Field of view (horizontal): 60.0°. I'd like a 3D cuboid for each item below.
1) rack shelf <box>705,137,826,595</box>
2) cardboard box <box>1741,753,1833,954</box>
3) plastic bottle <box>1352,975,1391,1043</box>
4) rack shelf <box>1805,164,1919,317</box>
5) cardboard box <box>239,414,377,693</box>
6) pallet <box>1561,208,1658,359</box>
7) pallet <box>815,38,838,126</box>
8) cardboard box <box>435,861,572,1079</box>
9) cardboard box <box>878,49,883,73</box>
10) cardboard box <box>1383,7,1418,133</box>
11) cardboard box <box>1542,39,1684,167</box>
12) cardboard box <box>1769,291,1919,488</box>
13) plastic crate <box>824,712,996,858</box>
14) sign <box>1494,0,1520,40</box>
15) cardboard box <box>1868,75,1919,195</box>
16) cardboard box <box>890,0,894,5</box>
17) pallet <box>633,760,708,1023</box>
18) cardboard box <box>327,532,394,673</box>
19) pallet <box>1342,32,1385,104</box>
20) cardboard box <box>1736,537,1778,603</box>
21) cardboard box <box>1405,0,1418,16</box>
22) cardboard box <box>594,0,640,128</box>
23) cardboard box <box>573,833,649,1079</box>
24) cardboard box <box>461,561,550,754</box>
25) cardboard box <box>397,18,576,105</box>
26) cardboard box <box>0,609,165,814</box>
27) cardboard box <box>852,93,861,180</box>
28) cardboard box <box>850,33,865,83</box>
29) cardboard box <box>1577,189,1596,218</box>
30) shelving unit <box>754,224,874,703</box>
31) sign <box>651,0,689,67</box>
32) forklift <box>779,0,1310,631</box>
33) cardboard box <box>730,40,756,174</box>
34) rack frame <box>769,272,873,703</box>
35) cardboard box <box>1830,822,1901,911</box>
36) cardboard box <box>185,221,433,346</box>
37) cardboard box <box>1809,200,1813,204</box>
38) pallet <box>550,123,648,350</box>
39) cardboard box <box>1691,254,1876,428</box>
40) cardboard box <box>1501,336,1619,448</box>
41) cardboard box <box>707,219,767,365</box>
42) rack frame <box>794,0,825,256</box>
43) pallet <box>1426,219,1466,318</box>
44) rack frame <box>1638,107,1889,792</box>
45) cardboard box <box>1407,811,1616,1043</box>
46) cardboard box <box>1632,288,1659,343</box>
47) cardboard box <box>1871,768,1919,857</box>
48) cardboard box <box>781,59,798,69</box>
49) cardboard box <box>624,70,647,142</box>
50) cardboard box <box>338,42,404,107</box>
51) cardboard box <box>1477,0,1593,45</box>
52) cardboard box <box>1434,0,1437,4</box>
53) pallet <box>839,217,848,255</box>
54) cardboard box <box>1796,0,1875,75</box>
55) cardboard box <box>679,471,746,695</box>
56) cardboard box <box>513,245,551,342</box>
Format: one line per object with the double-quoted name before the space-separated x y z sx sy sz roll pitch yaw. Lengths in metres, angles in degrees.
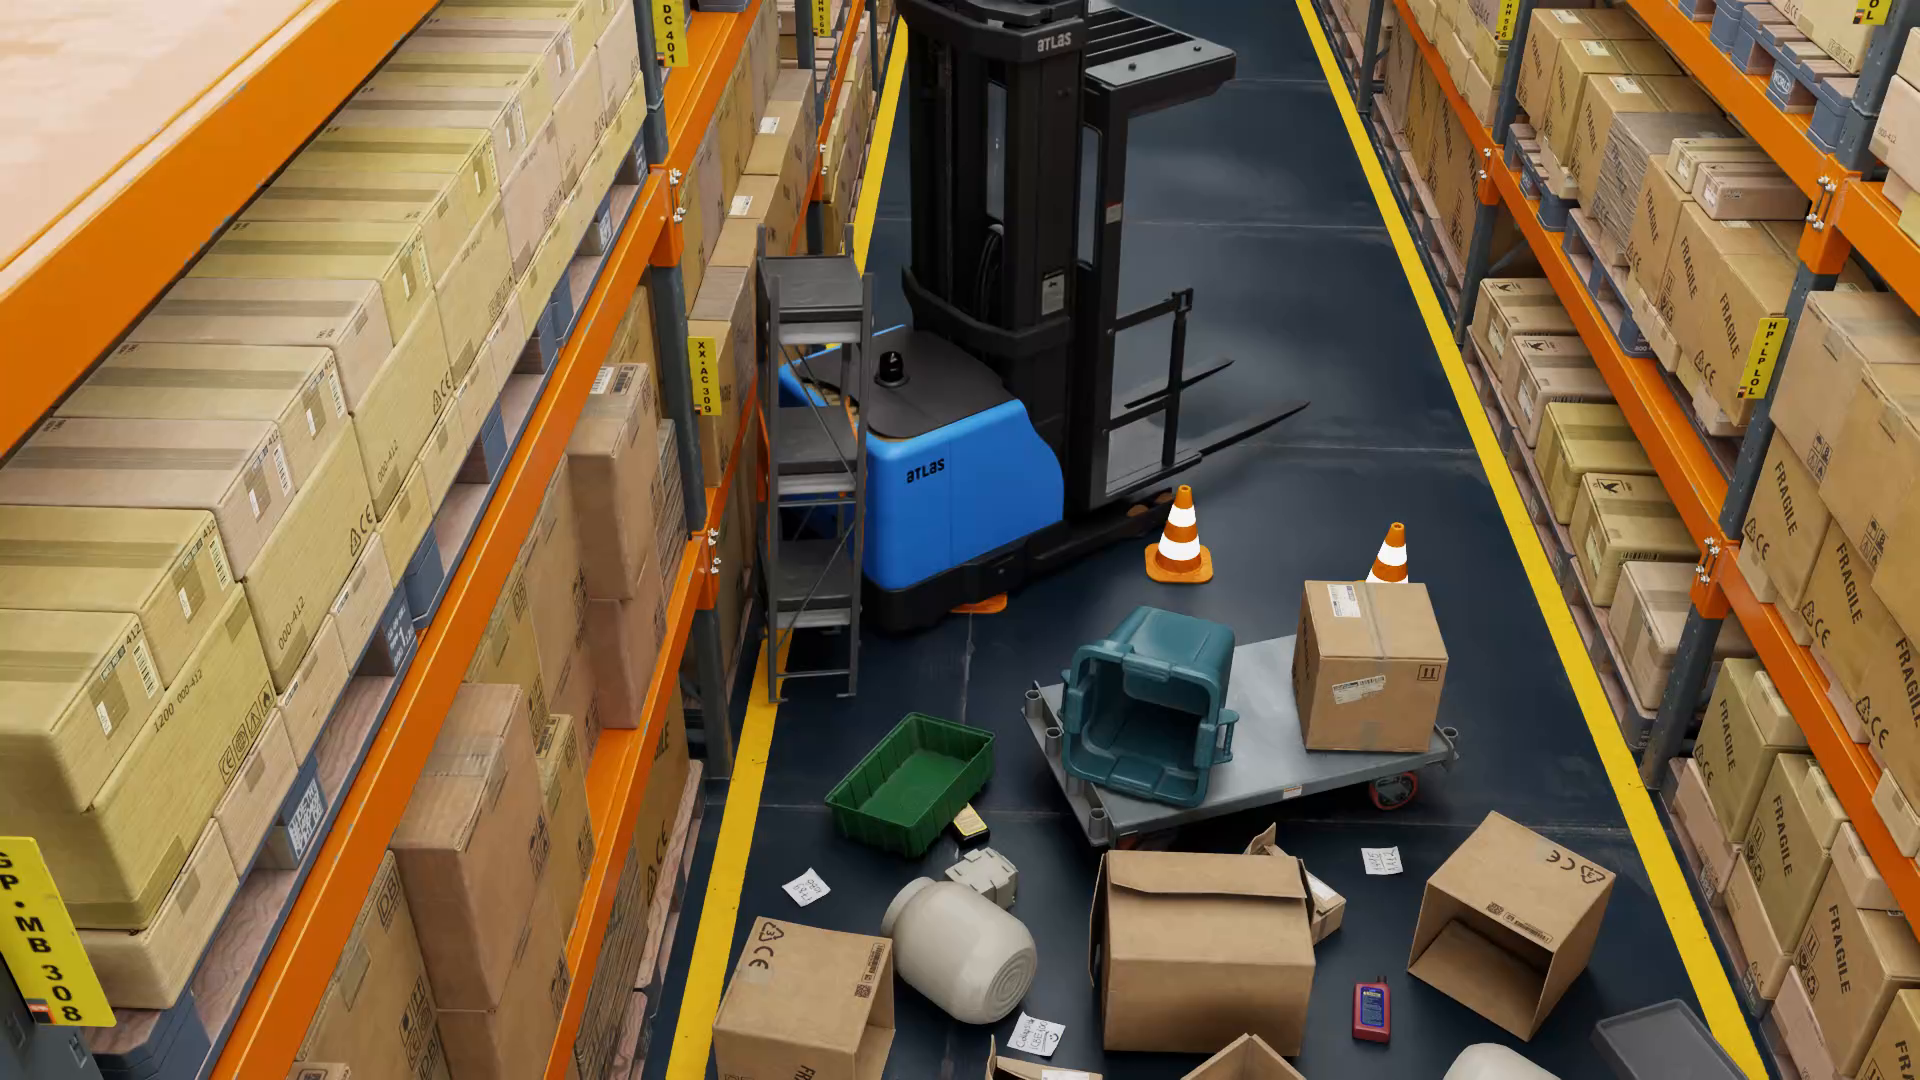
"rack shelf" -1.414 -1.081 8.251 1.077 0.370 4.000 1 35 2
"cardboard box" 3.153 1.117 5.872 0.500 0.500 0.500 3 35 4
"plastic bottle" 1.530 1.730 6.181 0.133 0.061 0.283 7 36 10
"rack shelf" 3.375 0.046 4.039 1.077 0.370 4.000 1 35 2
"cardboard box" -1.360 0.008 2.886 0.500 0.250 0.500 1 35 1
"pallet" 3.578 -1.252 8.035 1.003 0.211 1.213 1 35 2
"pallet" -1.411 -2.858 10.321 1.213 0.211 1.003 1 35 2
"cardboard box" -1.537 1.161 4.305 0.875 0.550 0.550 1 35 2
"cardboard box" -0.837 -4.030 13.936 0.380 0.149 0.250 0 35 0
"cardboard box" 3.832 -3.711 12.850 0.875 0.875 0.875 2 35 3
"cardboard box" 3.353 -2.250 8.578 0.500 0.500 0.500 3 35 4
"cardboard box" 3.221 -0.494 5.575 0.700 0.500 0.500 1 35 1
"plastic crate" -0.192 1.030 7.016 0.450 0.188 0.662 11 35 32
"sign" 3.062 -2.953 9.282 0.100 0.325 0.005 1 35 2
"cardboard box" 3.165 -1.212 5.074 0.500 0.250 0.500 1 35 1
"cardboard box" -0.806 -5.073 15.419 0.380 0.149 0.250 2 35 3
"pallet" -1.603 1.349 6.592 1.003 0.211 1.213 1 35 2
"cardboard box" -1.291 0.109 3.090 0.380 0.149 0.250 2 35 2
"pallet" 3.886 -4.061 14.290 1.003 0.211 1.213 1 35 2
"cardboard box" 3.123 0.106 6.155 0.380 0.149 0.250 1 35 2
"cardboard box" 3.440 -3.867 11.720 0.500 0.250 0.500 1 35 2
"cardboard box" -1.258 -1.438 4.944 0.500 0.250 0.500 1 35 1
"cardboard box" -1.622 1.349 5.651 0.875 0.875 0.875 2 35 2
"cardboard box" -1.622 0.412 4.432 0.875 0.550 0.500 1 35 2
"cardboard box" -1.222 -1.240 4.315 0.380 0.149 0.250 2 35 3
"cardboard box" -1.324 0.224 2.233 0.380 0.149 0.250 2 35 2
"cardboard box" -0.997 -2.952 12.096 0.500 0.500 0.500 1 35 1
"cardboard box" -0.984 -3.550 12.295 0.500 0.250 0.500 3 35 4
"cardboard box" 3.352 -1.740 8.415 0.380 0.149 0.250 3 35 5
"shelving unit" -0.656 -0.286 7.241 0.431 2.100 0.503 -3 34 -12
"sign" -0.940 -1.686 5.359 0.100 0.325 0.005 1 35 2
"forklift" 0.573 -1.438 8.193 3.031 2.935 1.130 -23 41 -29
"cardboard box" -1.399 -2.132 8.164 0.700 0.500 0.500 1 35 1
"rack frame" -0.606 -0.154 7.041 0.400 2.100 0.015 -3 34 -12
"cardboard box" 3.071 1.064 5.383 0.380 0.149 0.250 3 35 5
"cardboard box" -1.271 -0.507 3.272 0.380 0.149 0.250 1 35 1
"cardboard box" 3.814 -1.339 7.282 0.500 0.500 0.500 1 35 2
"pallet" -1.538 -0.948 4.904 1.003 0.211 1.213 1 35 2
"cardboard box" 3.245 -0.776 6.480 0.500 0.500 0.500 1 35 1
"cardboard box" 3.562 -0.817 9.169 0.950 0.372 0.625 1 35 1
"cardboard box" -1.162 -1.141 7.623 0.500 0.500 0.500 1 35 2
"rack frame" -1.334 -2.525 9.680 1.000 3.000 0.127 1 35 2
"pallet" 3.723 -1.779 11.043 1.003 0.211 1.213 1 35 2
"rack frame" 3.456 -0.170 6.329 1.000 3.000 0.127 1 35 2
"cardboard box" 2.053 1.435 6.216 0.500 0.500 0.500 28 44 33
"cardboard box" 3.210 -0.988 7.346 0.380 0.149 0.250 2 35 2
"cardboard box" 3.062 0.841 5.109 0.380 0.149 0.250 1 35 2
"cardboard box" -1.114 -2.846 9.990 0.380 0.149 0.250 1 35 1
"cardboard box" -1.189 -1.347 5.161 0.380 0.149 0.250 1 35 2
"cardboard box" -1.812 -1.163 4.552 0.500 0.250 0.500 1 35 2
"cardboard box" 3.376 -3.222 9.714 0.500 0.500 0.500 0 35 1
"cardboard box" 3.420 -3.783 11.166 0.500 0.250 0.500 0 35 0
"pallet" -1.301 -1.833 11.120 1.003 0.211 1.213 1 35 2
"cardboard box" 3.335 -1.847 5.872 0.500 0.250 0.500 1 35 1
"cardboard box" -1.559 0.163 7.446 1.050 0.750 0.750 1 35 2
"cardboard box" -1.239 -0.615 4.120 0.380 0.149 0.250 1 35 1
